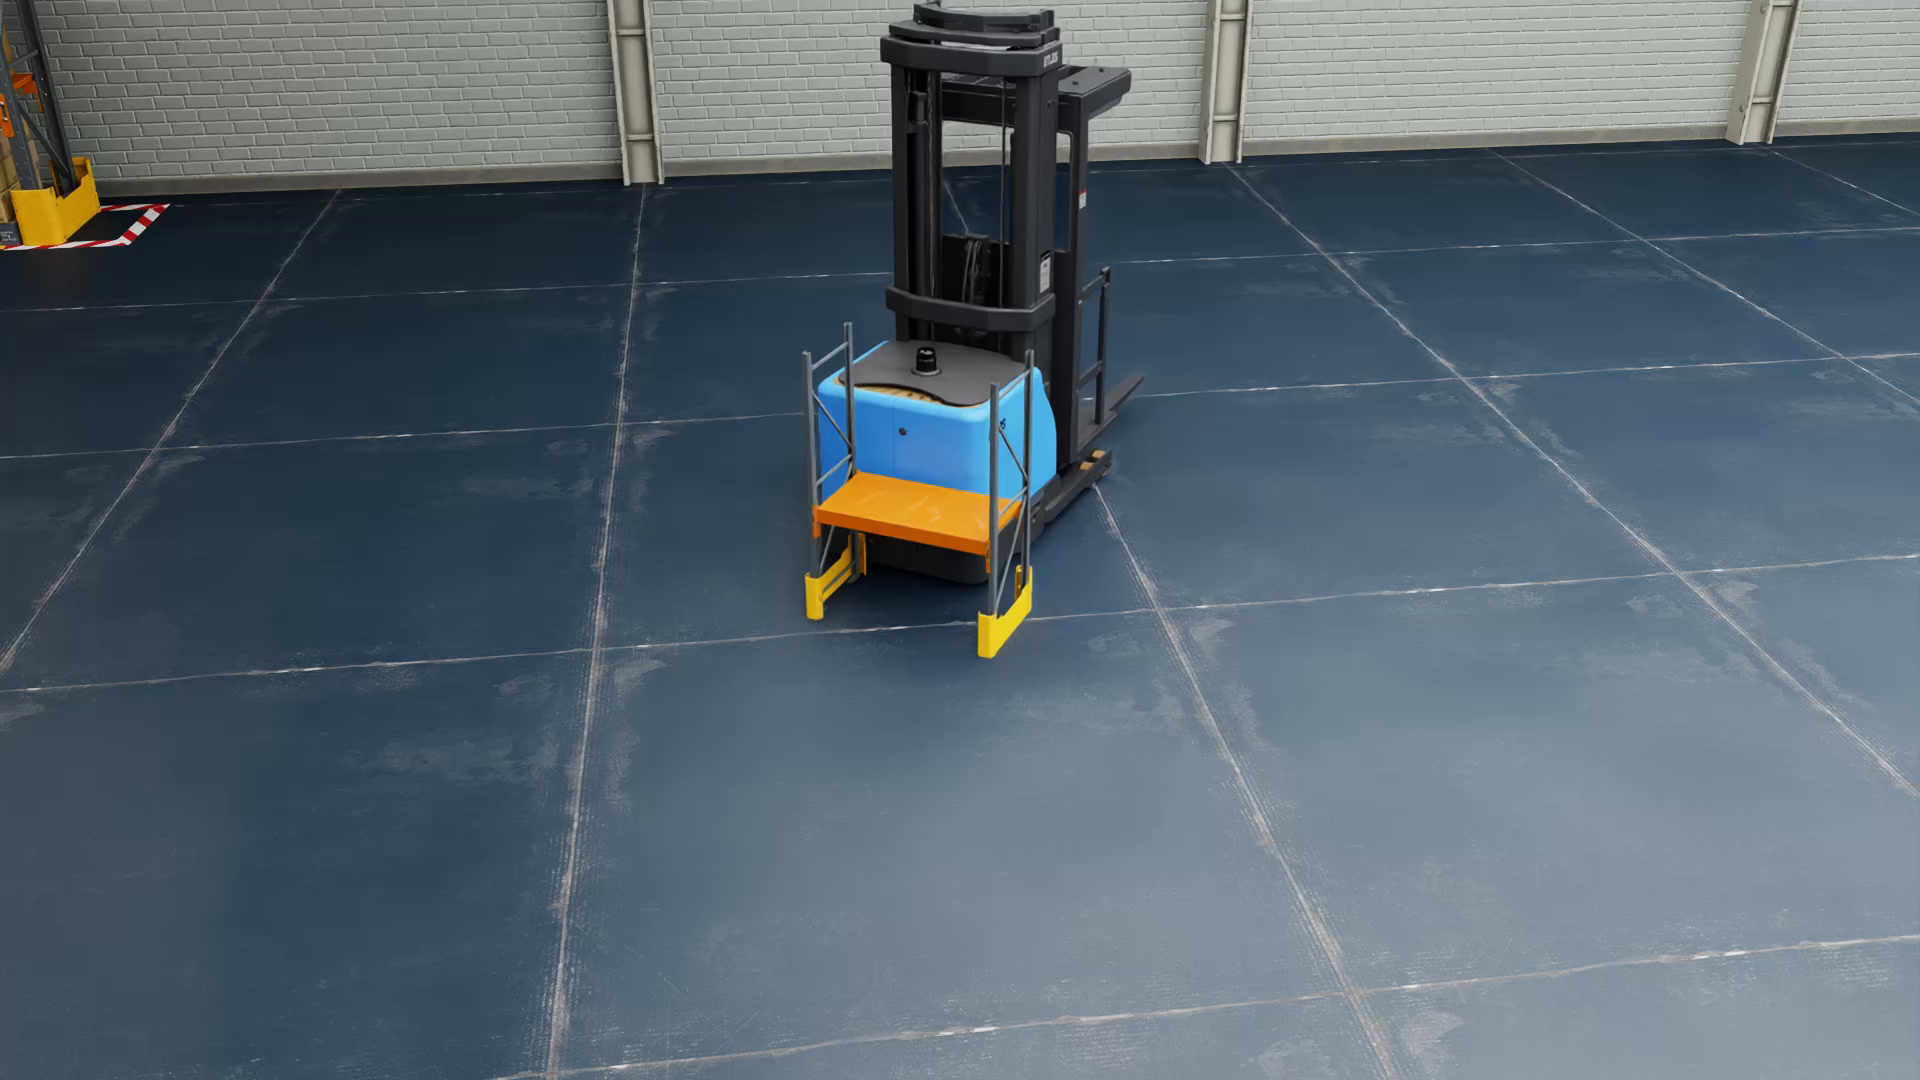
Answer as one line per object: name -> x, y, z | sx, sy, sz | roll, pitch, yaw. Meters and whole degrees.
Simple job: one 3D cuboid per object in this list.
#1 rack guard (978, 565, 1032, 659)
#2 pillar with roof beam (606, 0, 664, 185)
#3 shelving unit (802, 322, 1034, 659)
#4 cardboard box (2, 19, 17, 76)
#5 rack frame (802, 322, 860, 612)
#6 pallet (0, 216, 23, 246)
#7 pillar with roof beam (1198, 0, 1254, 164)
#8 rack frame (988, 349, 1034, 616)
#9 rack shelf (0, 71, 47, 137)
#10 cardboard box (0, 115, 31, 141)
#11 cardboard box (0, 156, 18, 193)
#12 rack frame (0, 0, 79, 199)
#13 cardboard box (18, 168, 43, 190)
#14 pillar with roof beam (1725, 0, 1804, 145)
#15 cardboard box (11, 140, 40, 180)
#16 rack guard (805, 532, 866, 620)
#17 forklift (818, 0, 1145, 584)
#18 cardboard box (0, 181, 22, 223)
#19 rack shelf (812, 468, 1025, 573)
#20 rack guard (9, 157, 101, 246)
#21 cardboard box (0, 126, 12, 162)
rack guard -> 0.239, 0.373, 8.749 | 0.087, 0.250, 0.587 | 11, 29, 21
pillar with roof beam -> -2.599, -5.699, 11.000 | 0.400, 9.000, 9.100 | -4, 27, -7
shelving unit -> -0.218, -0.273, 8.640 | 1.083, 1.500, 0.587 | 11, 29, 21
cardboard box -> -8.854, -4.370, 14.872 | 0.500, 0.500, 0.500 | -3, 27, -5
rack frame -> -0.676, -0.364, 8.816 | 0.032, 1.500, 0.500 | 11, 29, 21
pallet -> -9.076, -2.923, 15.216 | 1.213, 0.211, 1.003 | -4, 27, -7
pillar with roof beam -> 3.343, -6.081, 11.744 | 0.400, 9.000, 9.100 | -4, 27, -7
rack frame -> 0.257, -0.179, 8.457 | 0.032, 1.500, 0.500 | 11, 29, 21
rack shelf -> -10.305, -3.784, 14.628 | 4.000, 0.370, 1.077 | -4, 27, -7
cardboard box -> -8.827, -3.695, 15.122 | 0.500, 0.250, 0.500 | -4, 27, -8
cardboard box -> -8.763, -3.245, 14.793 | 0.500, 0.250, 0.500 | -4, 27, -8
rack frame -> -8.325, -4.232, 14.711 | 0.127, 3.000, 1.000 | -4, 27, -7
cardboard box -> -8.838, -3.252, 15.354 | 0.500, 0.250, 0.500 | -4, 27, -7
pillar with roof beam -> 9.284, -6.463, 12.488 | 0.400, 9.000, 9.100 | -4, 27, -7
cardboard box -> -8.819, -3.481, 15.254 | 0.500, 0.250, 0.500 | -3, 27, -6
rack guard -> -0.675, 0.192, 9.101 | 0.087, 0.250, 0.587 | 11, 29, 21
forklift -> 0.310, -1.707, 9.866 | 1.130, 2.935, 3.031 | 13, 30, 23
cardboard box -> -8.746, -3.022, 14.906 | 0.500, 0.250, 0.500 | -3, 27, -7
rack shelf -> -0.210, -0.112, 8.718 | 1.000, 0.185, 0.538 | 11, 29, 21
rack guard -> -8.301, -3.121, 15.285 | 0.348, 0.500, 1.175 | -4, 27, -7
cardboard box -> -8.737, -3.470, 14.683 | 0.500, 0.250, 0.500 | -3, 27, -5
